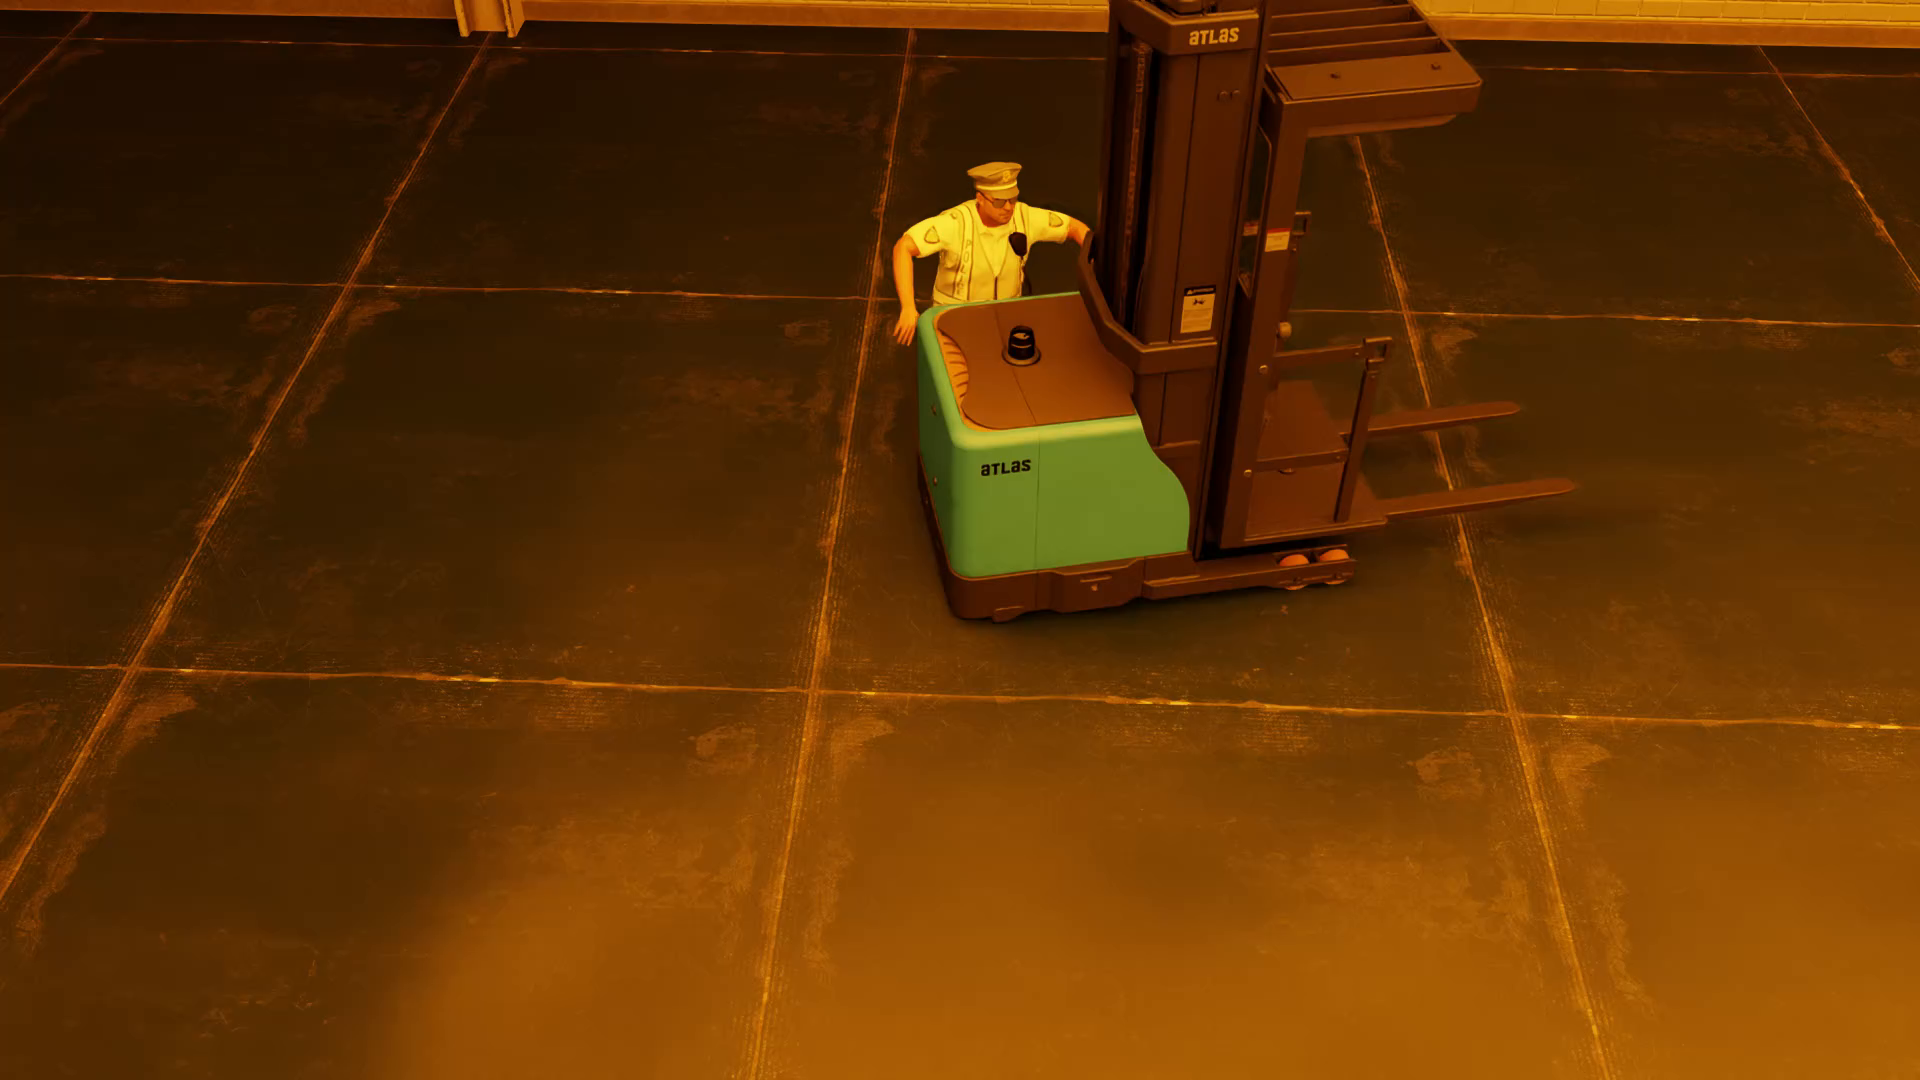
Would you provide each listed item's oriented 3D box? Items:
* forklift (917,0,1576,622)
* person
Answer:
[{"bbox_3d":[1.361,-1.199,7.055,3.031,2.935,1.130,-7,43,-8],"label":"forklift"},{"bbox_3d":[2239.959,-33681.993,36902.436,54765.698,2.616,83686.870,-22,47,-22],"label":"person"}]
